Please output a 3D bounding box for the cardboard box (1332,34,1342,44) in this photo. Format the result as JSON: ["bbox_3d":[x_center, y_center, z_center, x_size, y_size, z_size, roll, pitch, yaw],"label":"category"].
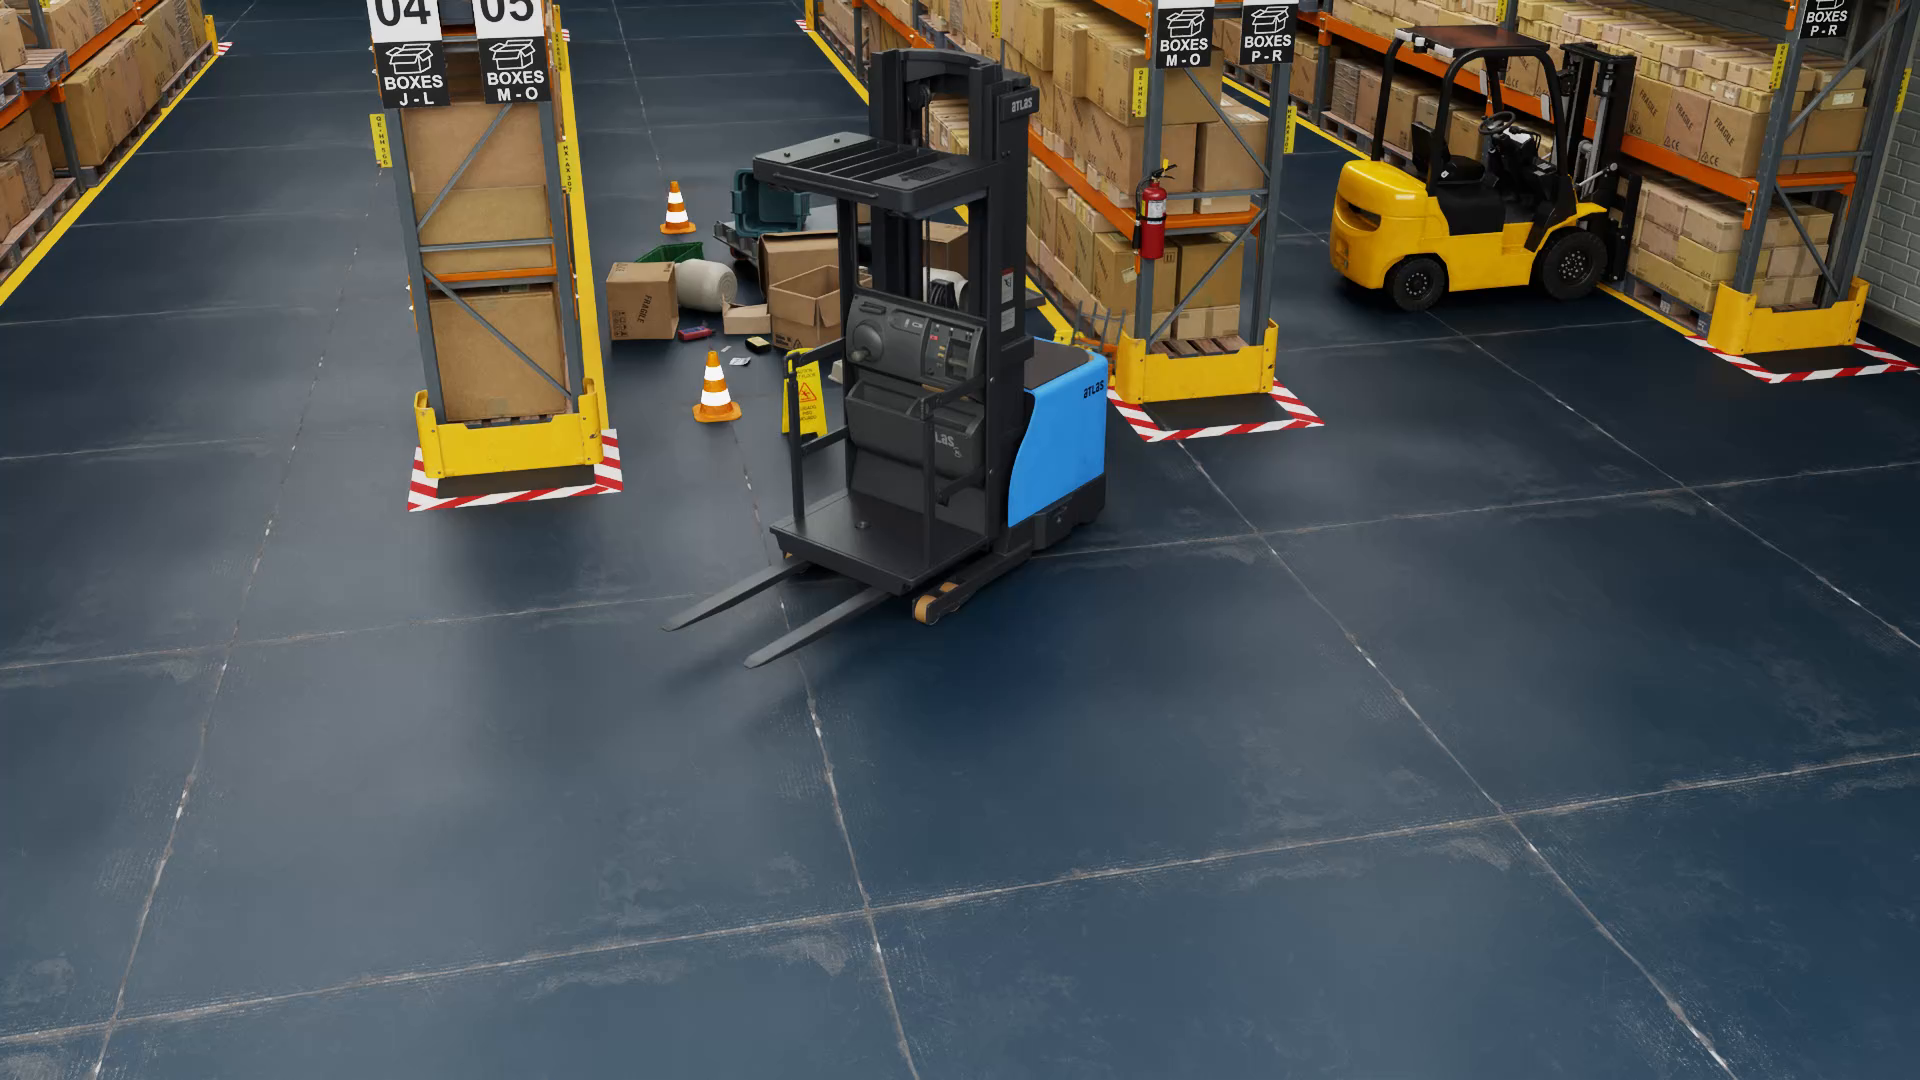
[{"bbox_3d":[4.822,-6.293,20.978,0.380,0.149,0.250,-6,27,-11],"label":"cardboard box"}]

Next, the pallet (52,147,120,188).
[{"bbox_3d":[-9.791,-4.048,18.036,1.003,0.211,1.213,-6,27,-12],"label":"pallet"}]

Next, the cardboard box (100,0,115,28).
[{"bbox_3d":[-9.987,-6.116,18.927,0.500,0.500,0.500,-6,27,-12],"label":"cardboard box"}]

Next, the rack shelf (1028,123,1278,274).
[{"bbox_3d":[1.320,-2.990,13.644,1.077,0.370,4.000,-6,27,-12],"label":"rack shelf"}]

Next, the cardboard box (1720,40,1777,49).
[{"bbox_3d":[6.514,-4.032,13.747,0.380,0.149,0.250,-5,27,-10],"label":"cardboard box"}]

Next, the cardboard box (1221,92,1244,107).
[{"bbox_3d":[1.815,-3.074,12.571,0.500,0.500,0.500,-5,27,-10],"label":"cardboard box"}]

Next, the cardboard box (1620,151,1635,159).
[{"bbox_3d":[6.234,-3.461,15.254,0.500,0.250,0.500,-6,27,-11],"label":"cardboard box"}]

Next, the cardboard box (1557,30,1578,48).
[{"bbox_3d":[5.649,-4.522,15.049,0.380,0.149,0.250,-5,27,-10],"label":"cardboard box"}]

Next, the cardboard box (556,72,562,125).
[{"bbox_3d":[-3.787,-3.945,14.627,0.500,0.500,0.500,-6,27,-11],"label":"cardboard box"}]

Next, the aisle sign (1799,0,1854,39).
[{"bbox_3d":[6.335,-4.041,12.042,0.394,0.787,0.004,-6,27,-12],"label":"aisle sign"}]

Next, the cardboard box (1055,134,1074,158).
[{"bbox_3d":[0.991,-3.236,13.612,0.380,0.149,0.250,-6,27,-12],"label":"cardboard box"}]

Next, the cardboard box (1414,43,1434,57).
[{"bbox_3d":[5.136,-5.264,17.517,0.500,0.250,0.500,-6,27,-11],"label":"cardboard box"}]

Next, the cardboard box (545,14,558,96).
[{"bbox_3d":[-3.643,-3.797,13.078,0.875,0.550,0.550,-6,27,-12],"label":"cardboard box"}]

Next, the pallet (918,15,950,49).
[{"bbox_3d":[0.233,-5.558,18.146,1.213,0.211,1.003,-6,27,-12],"label":"pallet"}]

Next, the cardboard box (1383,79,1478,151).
[{"bbox_3d":[5.237,-4.722,18.446,0.875,0.625,0.625,-7,28,-14],"label":"cardboard box"}]

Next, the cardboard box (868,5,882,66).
[{"bbox_3d":[-0.716,-6.677,22.041,0.875,0.875,0.875,-5,27,-10],"label":"cardboard box"}]

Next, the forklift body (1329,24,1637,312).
[{"bbox_3d":[4.402,-3.208,14.218,2.313,2.155,1.214,-6,27,-12],"label":"forklift body"}]

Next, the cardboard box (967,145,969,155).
[{"bbox_3d":[0.584,-3.749,16.799,0.950,0.372,0.625,-4,27,-8],"label":"cardboard box"}]

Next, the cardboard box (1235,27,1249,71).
[{"bbox_3d":[4.030,-6.591,22.288,0.500,0.500,0.500,-7,28,-13],"label":"cardboard box"}]

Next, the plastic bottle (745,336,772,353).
[{"bbox_3d":[-1.628,-1.569,13.291,0.133,0.061,0.283,-16,31,-29],"label":"plastic bottle"}]

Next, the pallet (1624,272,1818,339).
[{"bbox_3d":[6.393,-2.026,14.029,1.003,0.211,1.213,-6,27,-12],"label":"pallet"}]

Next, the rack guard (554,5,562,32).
[{"bbox_3d":[-6.617,-7.761,25.072,1.175,0.500,0.348,-6,27,-12],"label":"rack guard"}]

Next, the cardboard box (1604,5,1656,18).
[{"bbox_3d":[6.160,-4.824,15.317,0.380,0.149,0.250,-6,27,-12],"label":"cardboard box"}]

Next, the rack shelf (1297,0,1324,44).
[{"bbox_3d":[4.353,-7.008,21.604,1.077,0.370,4.000,-6,27,-12],"label":"rack shelf"}]

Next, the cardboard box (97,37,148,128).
[{"bbox_3d":[-10.222,-5.263,19.241,1.225,0.875,0.875,-7,28,-13],"label":"cardboard box"}]

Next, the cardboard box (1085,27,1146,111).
[{"bbox_3d":[1.337,-3.482,12.270,0.700,0.500,0.500,-6,27,-11],"label":"cardboard box"}]

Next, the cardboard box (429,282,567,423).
[{"bbox_3d":[-3.246,-1.417,11.619,0.875,0.875,0.875,-6,27,-11],"label":"cardboard box"}]

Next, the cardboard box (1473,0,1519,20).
[{"bbox_3d":[5.336,-5.268,16.528,0.380,0.149,0.250,-6,27,-12],"label":"cardboard box"}]

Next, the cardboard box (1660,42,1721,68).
[{"bbox_3d":[5.999,-3.979,13.644,0.380,0.149,0.250,-5,27,-10],"label":"cardboard box"}]

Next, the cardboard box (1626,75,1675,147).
[{"bbox_3d":[6.016,-3.627,13.996,0.500,0.500,0.500,-6,27,-13],"label":"cardboard box"}]

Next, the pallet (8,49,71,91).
[{"bbox_3d":[-9.422,-4.552,16.152,1.213,0.211,1.003,-6,27,-12],"label":"pallet"}]

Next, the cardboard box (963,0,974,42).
[{"bbox_3d":[0.319,-5.179,16.274,0.500,0.500,0.500,-5,27,-10],"label":"cardboard box"}]

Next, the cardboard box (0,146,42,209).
[{"bbox_3d":[-9.379,-3.485,16.112,0.700,0.500,0.500,-8,28,-16],"label":"cardboard box"}]

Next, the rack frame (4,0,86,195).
[{"bbox_3d":[-9.687,-4.939,16.707,1.000,3.000,0.127,-6,27,-12],"label":"rack frame"}]

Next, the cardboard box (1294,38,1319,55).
[{"bbox_3d":[4.354,-6.120,20.635,0.380,0.149,0.250,-7,28,-14],"label":"cardboard box"}]

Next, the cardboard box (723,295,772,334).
[{"bbox_3d":[-1.748,-1.854,13.629,0.396,0.266,0.258,-1,27,-3],"label":"cardboard box"}]

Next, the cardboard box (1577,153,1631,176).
[{"bbox_3d":[5.737,-3.415,15.162,0.500,0.250,0.500,-5,27,-10],"label":"cardboard box"}]

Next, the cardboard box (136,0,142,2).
[{"bbox_3d":[-10.331,-6.747,20.567,0.380,0.149,0.250,-6,27,-11],"label":"cardboard box"}]

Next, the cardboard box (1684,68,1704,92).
[{"bbox_3d":[6.125,-3.737,13.493,0.380,0.149,0.250,-6,27,-12],"label":"cardboard box"}]

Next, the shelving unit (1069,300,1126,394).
[{"bbox_3d":[0.796,-0.930,10.761,0.258,1.200,0.189,20,14,34],"label":"shelving unit"}]

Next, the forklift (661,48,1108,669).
[{"bbox_3d":[-0.391,-1.086,9.148,1.130,2.935,3.031,20,33,34],"label":"forklift"}]

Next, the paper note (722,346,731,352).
[{"bbox_3d":[-1.865,-1.525,13.260,0.032,0.001,0.123,8,28,15],"label":"paper note"}]

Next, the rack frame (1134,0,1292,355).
[{"bbox_3d":[1.771,-2.434,11.743,1.000,3.000,0.127,-6,27,-12],"label":"rack frame"}]

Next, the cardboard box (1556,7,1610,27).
[{"bbox_3d":[5.701,-4.776,15.222,0.380,0.149,0.250,-6,27,-13],"label":"cardboard box"}]

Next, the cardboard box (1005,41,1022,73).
[{"bbox_3d":[0.697,-4.146,14.693,0.500,0.500,0.500,-6,27,-12],"label":"cardboard box"}]

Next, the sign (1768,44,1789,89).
[{"bbox_3d":[6.074,-3.513,12.333,0.100,0.325,0.005,-6,27,-12],"label":"sign"}]

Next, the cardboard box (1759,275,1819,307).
[{"bbox_3d":[6.686,-2.135,13.736,0.500,0.250,0.500,-6,27,-11],"label":"cardboard box"}]

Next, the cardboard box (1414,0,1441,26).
[{"bbox_3d":[5.113,-5.491,17.412,0.500,0.250,0.500,-5,27,-11],"label":"cardboard box"}]

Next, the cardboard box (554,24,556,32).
[{"bbox_3d":[-6.156,-7.513,24.504,0.380,0.149,0.250,-5,27,-10],"label":"cardboard box"}]

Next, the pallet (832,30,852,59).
[{"bbox_3d":[-1.307,-7.335,24.548,1.003,0.211,1.213,-6,27,-12],"label":"pallet"}]

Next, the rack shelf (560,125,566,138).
[{"bbox_3d":[-4.381,-4.199,16.040,1.077,0.370,4.000,-6,27,-12],"label":"rack shelf"}]

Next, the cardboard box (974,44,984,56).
[{"bbox_3d":[0.349,-4.690,16.026,0.380,0.149,0.250,-6,27,-12],"label":"cardboard box"}]

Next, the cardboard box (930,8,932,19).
[{"bbox_3d":[-0.109,-5.732,18.090,0.380,0.149,0.250,-8,28,-15],"label":"cardboard box"}]

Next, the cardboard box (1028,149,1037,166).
[{"bbox_3d":[0.709,-3.427,14.743,0.380,0.149,0.250,-6,27,-11],"label":"cardboard box"}]

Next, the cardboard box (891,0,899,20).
[{"bbox_3d":[-0.529,-6.297,19.563,0.500,0.250,0.500,-5,27,-11],"label":"cardboard box"}]
